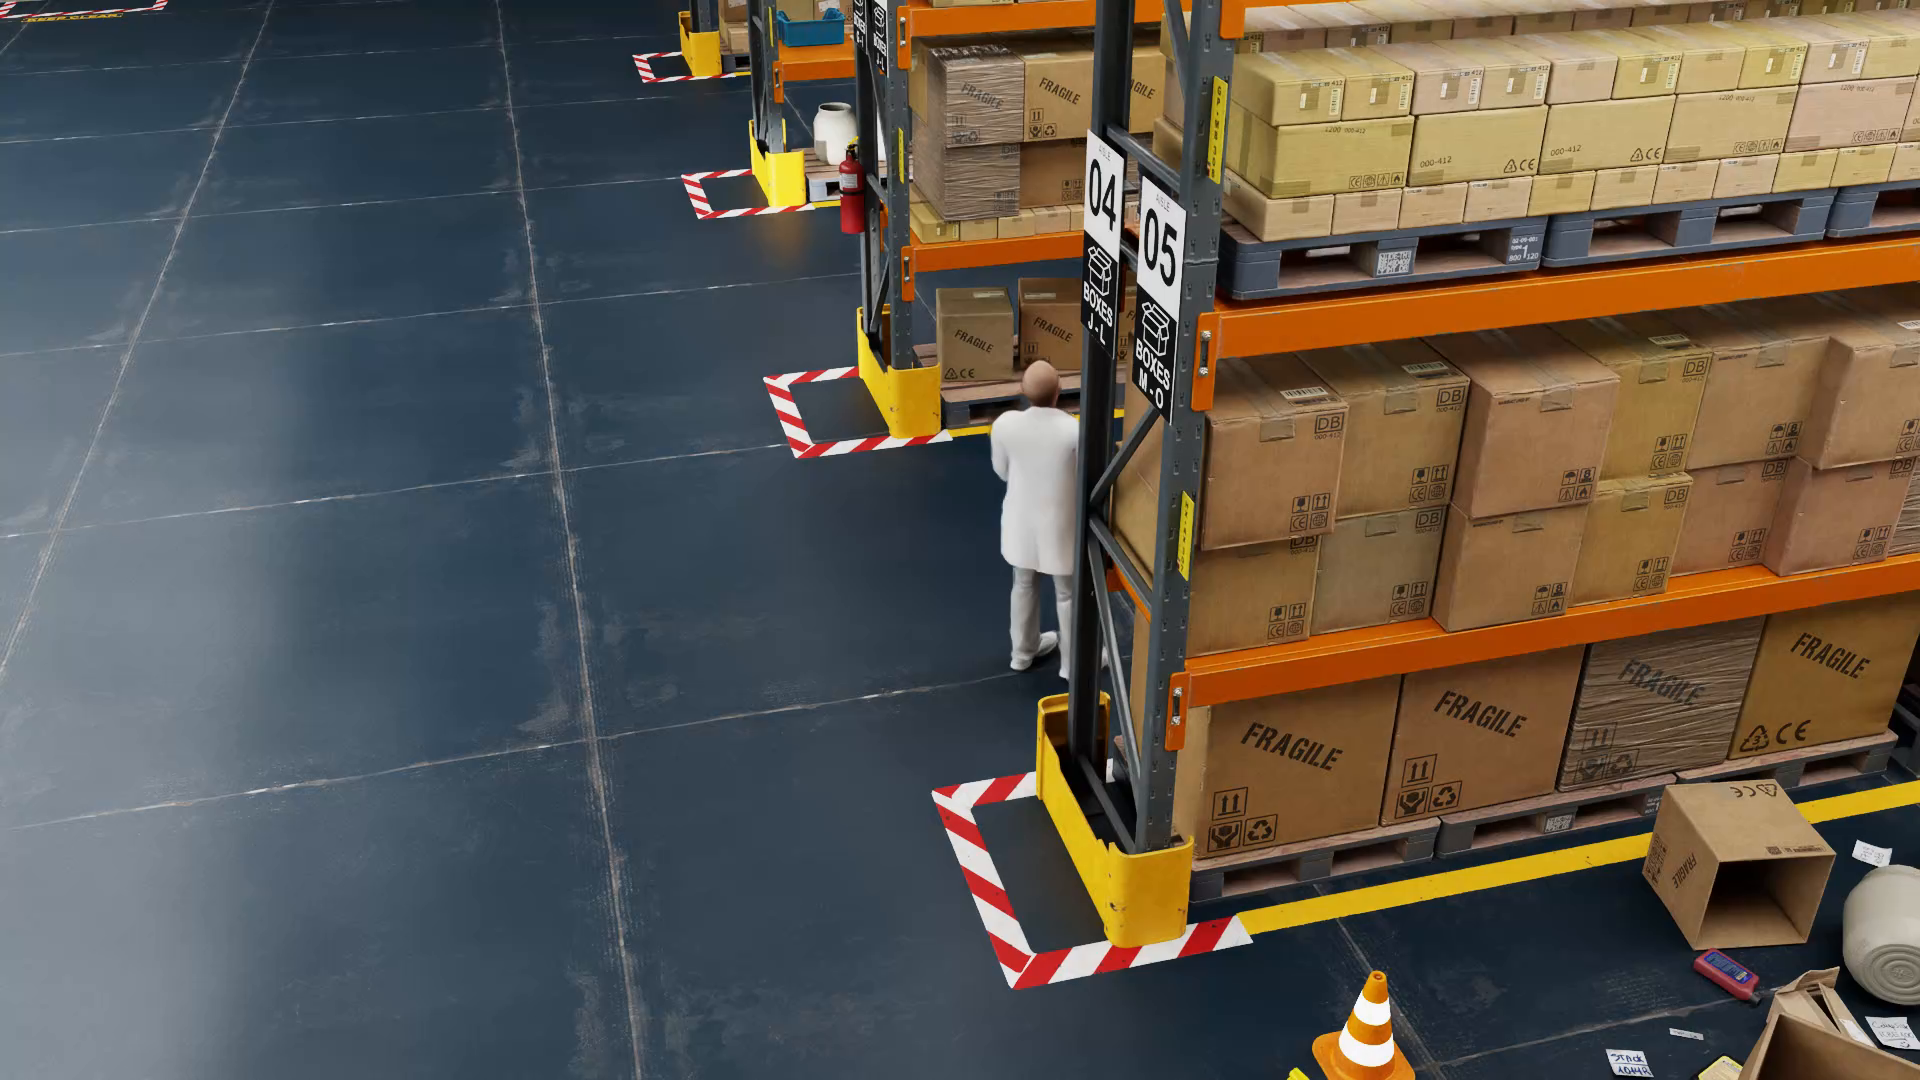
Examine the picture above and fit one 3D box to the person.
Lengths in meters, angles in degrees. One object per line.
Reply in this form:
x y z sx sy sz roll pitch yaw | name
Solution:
0.482 -0.115 8.433 0.627 1.788 0.473 10 31 16 | person
